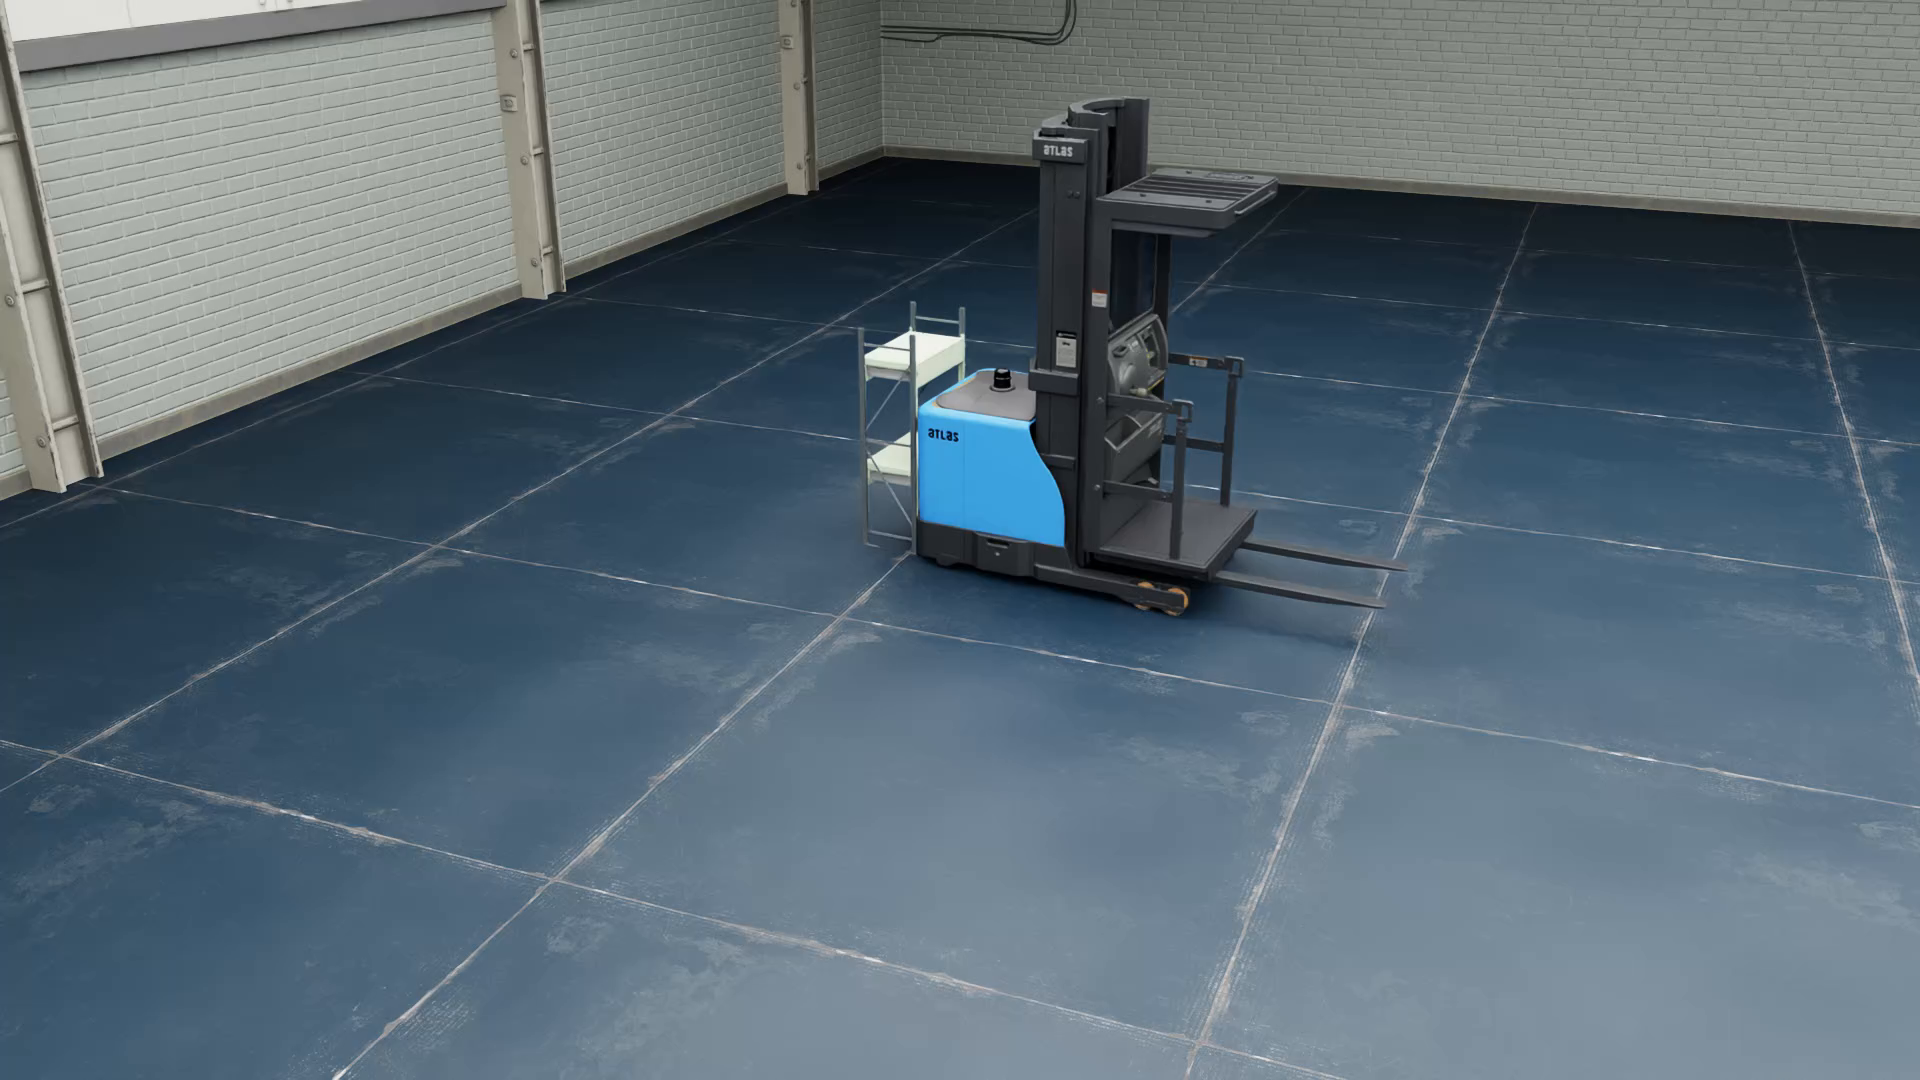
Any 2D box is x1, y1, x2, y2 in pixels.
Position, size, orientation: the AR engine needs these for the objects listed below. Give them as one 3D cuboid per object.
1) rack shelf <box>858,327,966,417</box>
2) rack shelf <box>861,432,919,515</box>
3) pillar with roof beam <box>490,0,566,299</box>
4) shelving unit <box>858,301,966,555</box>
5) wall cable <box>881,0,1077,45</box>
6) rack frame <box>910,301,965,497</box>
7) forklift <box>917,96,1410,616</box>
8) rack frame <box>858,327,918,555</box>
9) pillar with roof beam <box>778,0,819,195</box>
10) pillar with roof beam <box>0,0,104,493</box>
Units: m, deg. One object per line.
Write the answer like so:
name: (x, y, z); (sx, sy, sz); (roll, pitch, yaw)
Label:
rack shelf: (-0.308, -1.115, 10.962); (0.431, 0.370, 0.720); (10, 25, 23)
rack shelf: (-0.308, -0.454, 11.238); (0.431, 0.370, 0.720); (10, 25, 23)
pillar with roof beam: (-0.370, -6.117, 14.219); (9.100, 9.000, 0.400); (9, 24, 20)
shelving unit: (-0.308, -0.755, 11.112); (0.431, 1.500, 0.755); (10, 25, 23)
wall cable: (0.184, -8.313, 23.504); (3.097, 2.526, 0.112); (9, 24, 20)
rack frame: (-0.151, -0.883, 11.417); (0.400, 1.500, 0.023); (10, 25, 23)
forklift: (1.275, -1.124, 10.138); (3.031, 2.935, 1.130); (11, 25, 24)
rack frame: (-0.466, -0.628, 10.807); (0.400, 1.500, 0.023); (10, 25, 23)
pillar with roof beam: (1.859, -8.264, 19.360); (9.100, 9.000, 0.400); (9, 24, 20)
pillar with roof beam: (-2.599, -3.970, 9.079); (9.100, 9.000, 0.400); (9, 24, 20)
